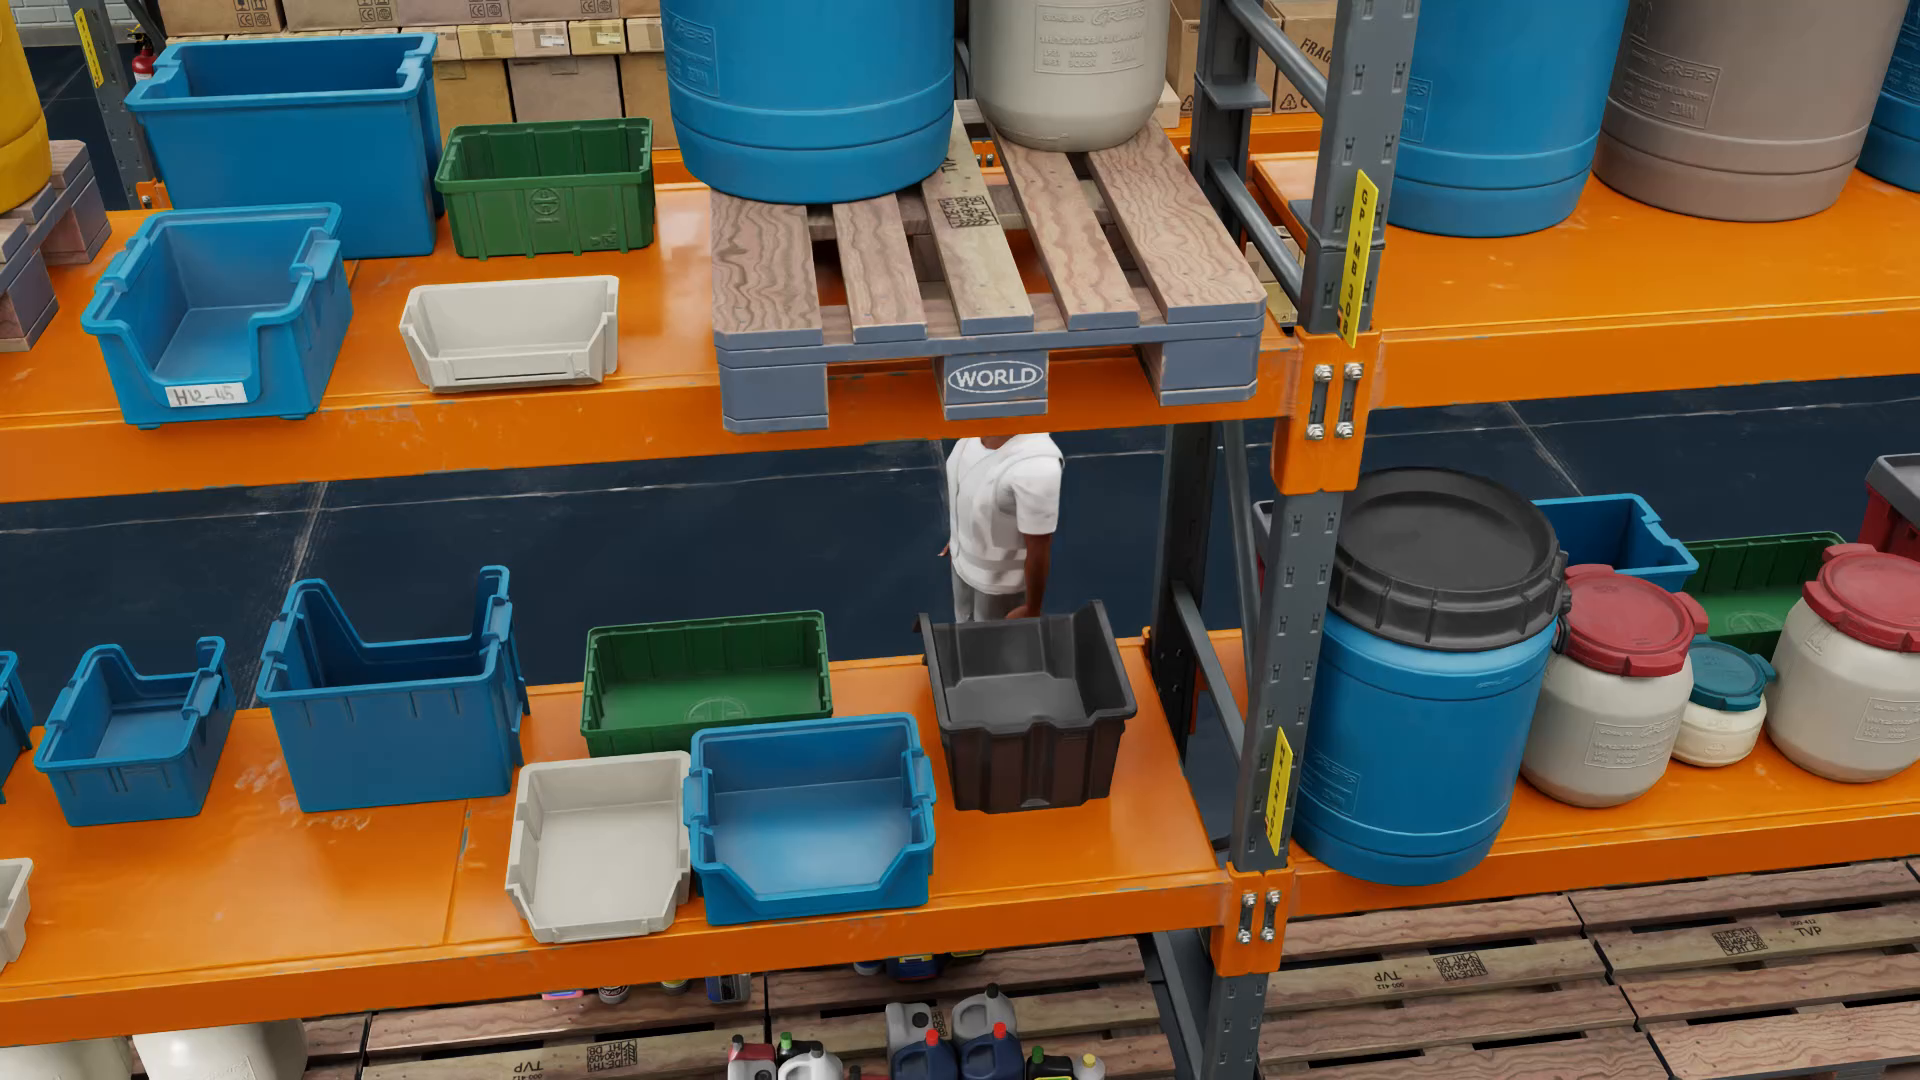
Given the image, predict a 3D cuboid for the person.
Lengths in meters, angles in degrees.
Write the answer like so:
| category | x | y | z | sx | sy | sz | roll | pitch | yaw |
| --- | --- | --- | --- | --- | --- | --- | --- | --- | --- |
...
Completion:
| category | x | y | z | sx | sy | sz | roll | pitch | yaw |
| --- | --- | --- | --- | --- | --- | --- | --- | --- | --- |
| person | 0.110 | 0.114 | 5.970 | 0.408 | 1.804 | 0.599 | -11 | 36 | -16 |
